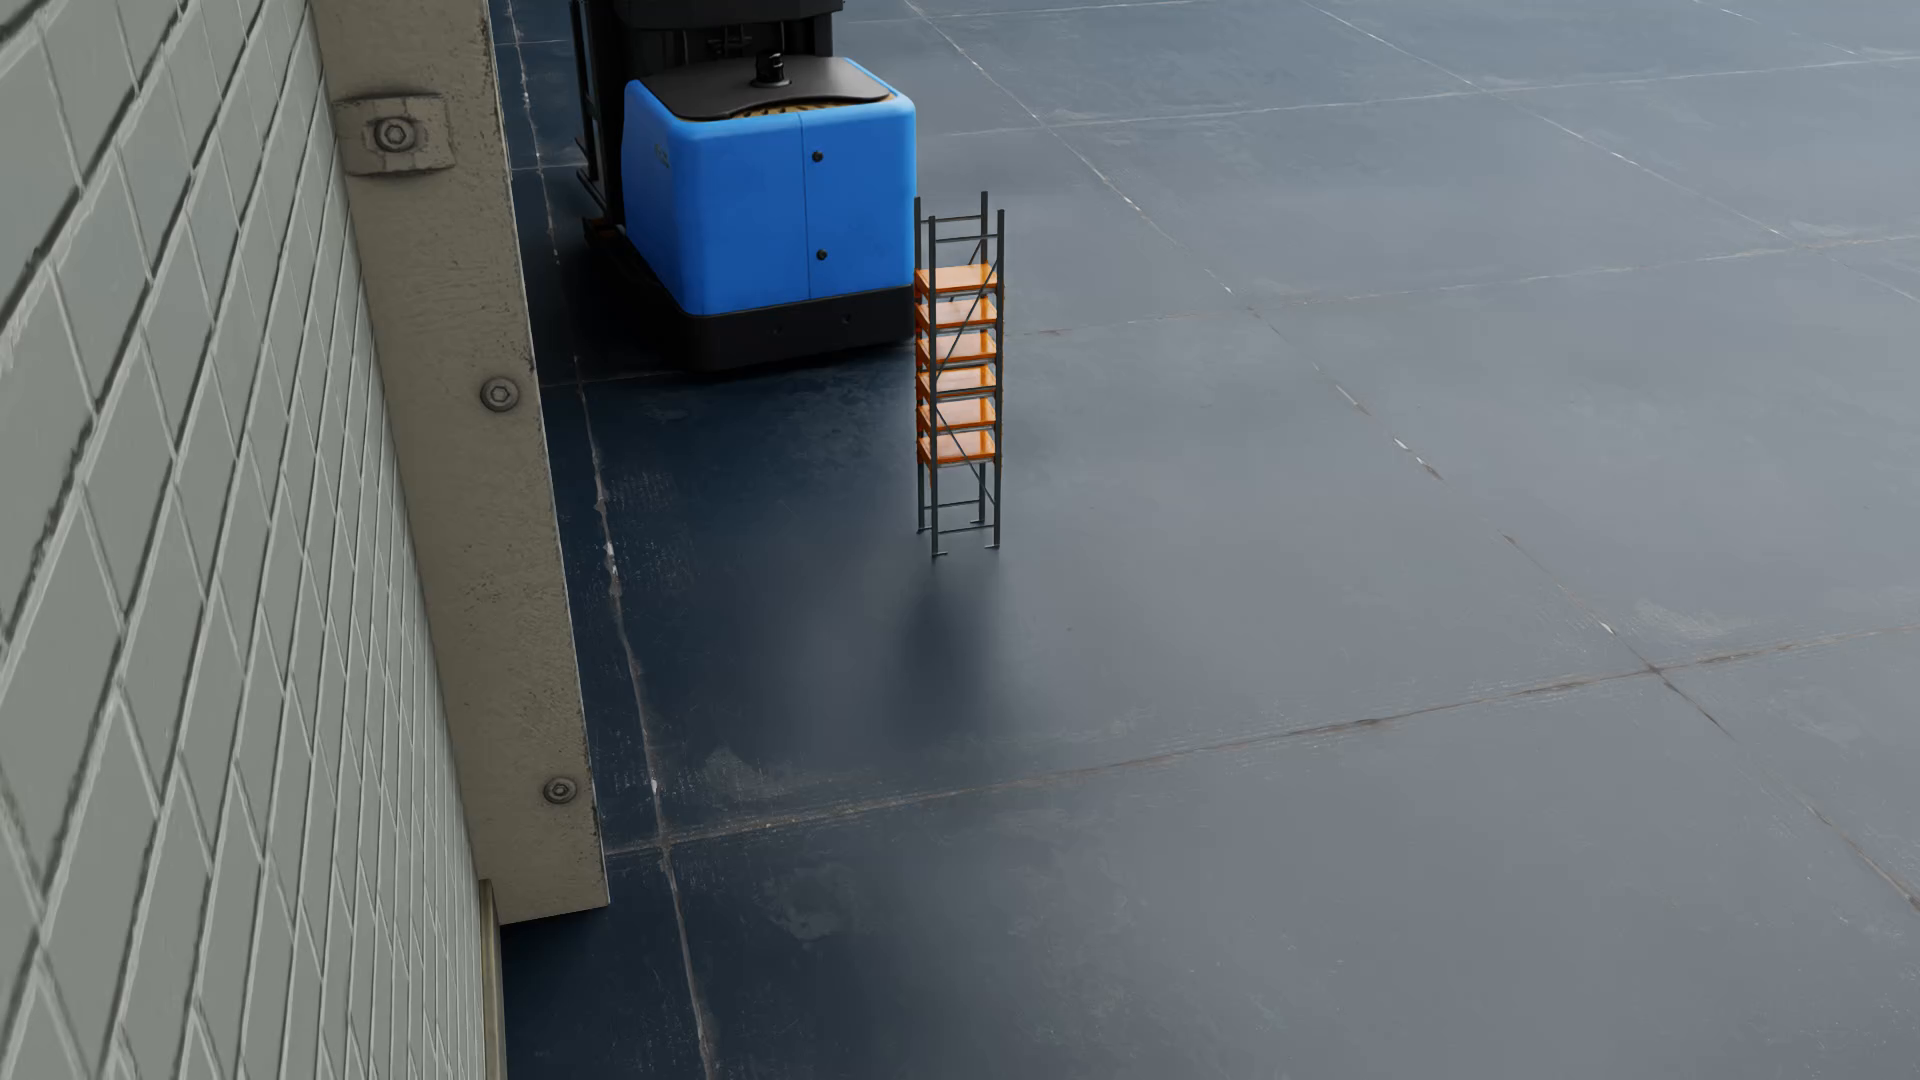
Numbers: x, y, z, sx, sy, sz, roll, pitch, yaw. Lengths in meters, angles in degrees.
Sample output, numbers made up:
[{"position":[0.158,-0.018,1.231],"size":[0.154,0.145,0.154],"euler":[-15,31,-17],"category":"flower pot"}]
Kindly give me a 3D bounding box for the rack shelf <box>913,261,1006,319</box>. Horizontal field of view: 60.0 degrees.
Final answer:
[{"position":[-0.004,-0.799,5.303],"size":[0.258,0.103,0.180],"euler":[-8,31,-13],"category":"rack shelf"}]

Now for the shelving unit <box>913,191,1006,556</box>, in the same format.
[{"position":[-0.004,-0.526,5.462],"size":[0.258,1.200,0.189],"euler":[-8,31,-13],"category":"shelving unit"}]

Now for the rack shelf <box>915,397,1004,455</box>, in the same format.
[{"position":[-0.004,-0.384,5.544],"size":[0.258,0.103,0.180],"euler":[-8,31,-13],"category":"rack shelf"}]

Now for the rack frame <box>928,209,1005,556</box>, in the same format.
[{"position":[0.020,-0.482,5.385],"size":[0.240,1.200,0.006],"euler":[-8,31,-13],"category":"rack frame"}]

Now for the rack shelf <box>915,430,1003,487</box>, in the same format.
[{"position":[-0.004,-0.280,5.604],"size":[0.258,0.103,0.180],"euler":[-8,31,-13],"category":"rack shelf"}]

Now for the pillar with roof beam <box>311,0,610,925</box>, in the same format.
[{"position":[3.072,-3.628,3.034],"size":[9.100,9.000,0.400],"euler":[-8,31,-13],"category":"pillar with roof beam"}]

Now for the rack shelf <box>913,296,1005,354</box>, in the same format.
[{"position":[-0.004,-0.696,5.364],"size":[0.258,0.103,0.180],"euler":[-8,31,-13],"category":"rack shelf"}]

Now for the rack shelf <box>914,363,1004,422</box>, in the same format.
[{"position":[-0.004,-0.488,5.484],"size":[0.258,0.103,0.180],"euler":[-8,31,-13],"category":"rack shelf"}]

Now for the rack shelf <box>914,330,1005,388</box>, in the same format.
[{"position":[-0.004,-0.592,5.424],"size":[0.258,0.103,0.180],"euler":[-8,31,-13],"category":"rack shelf"}]

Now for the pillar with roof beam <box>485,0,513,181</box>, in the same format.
[{"position":[1.480,-6.525,8.041],"size":[9.100,9.000,0.400],"euler":[-8,31,-13],"category":"pillar with roof beam"}]

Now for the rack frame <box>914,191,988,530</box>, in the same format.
[{"position":[-0.028,-0.570,5.538],"size":[0.240,1.200,0.006],"euler":[-8,31,-13],"category":"rack frame"}]

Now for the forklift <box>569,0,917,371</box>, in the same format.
[{"position":[-1.210,-2.678,7.451],"size":[1.130,2.935,3.031],"euler":[-12,32,-20],"category":"forklift"}]
